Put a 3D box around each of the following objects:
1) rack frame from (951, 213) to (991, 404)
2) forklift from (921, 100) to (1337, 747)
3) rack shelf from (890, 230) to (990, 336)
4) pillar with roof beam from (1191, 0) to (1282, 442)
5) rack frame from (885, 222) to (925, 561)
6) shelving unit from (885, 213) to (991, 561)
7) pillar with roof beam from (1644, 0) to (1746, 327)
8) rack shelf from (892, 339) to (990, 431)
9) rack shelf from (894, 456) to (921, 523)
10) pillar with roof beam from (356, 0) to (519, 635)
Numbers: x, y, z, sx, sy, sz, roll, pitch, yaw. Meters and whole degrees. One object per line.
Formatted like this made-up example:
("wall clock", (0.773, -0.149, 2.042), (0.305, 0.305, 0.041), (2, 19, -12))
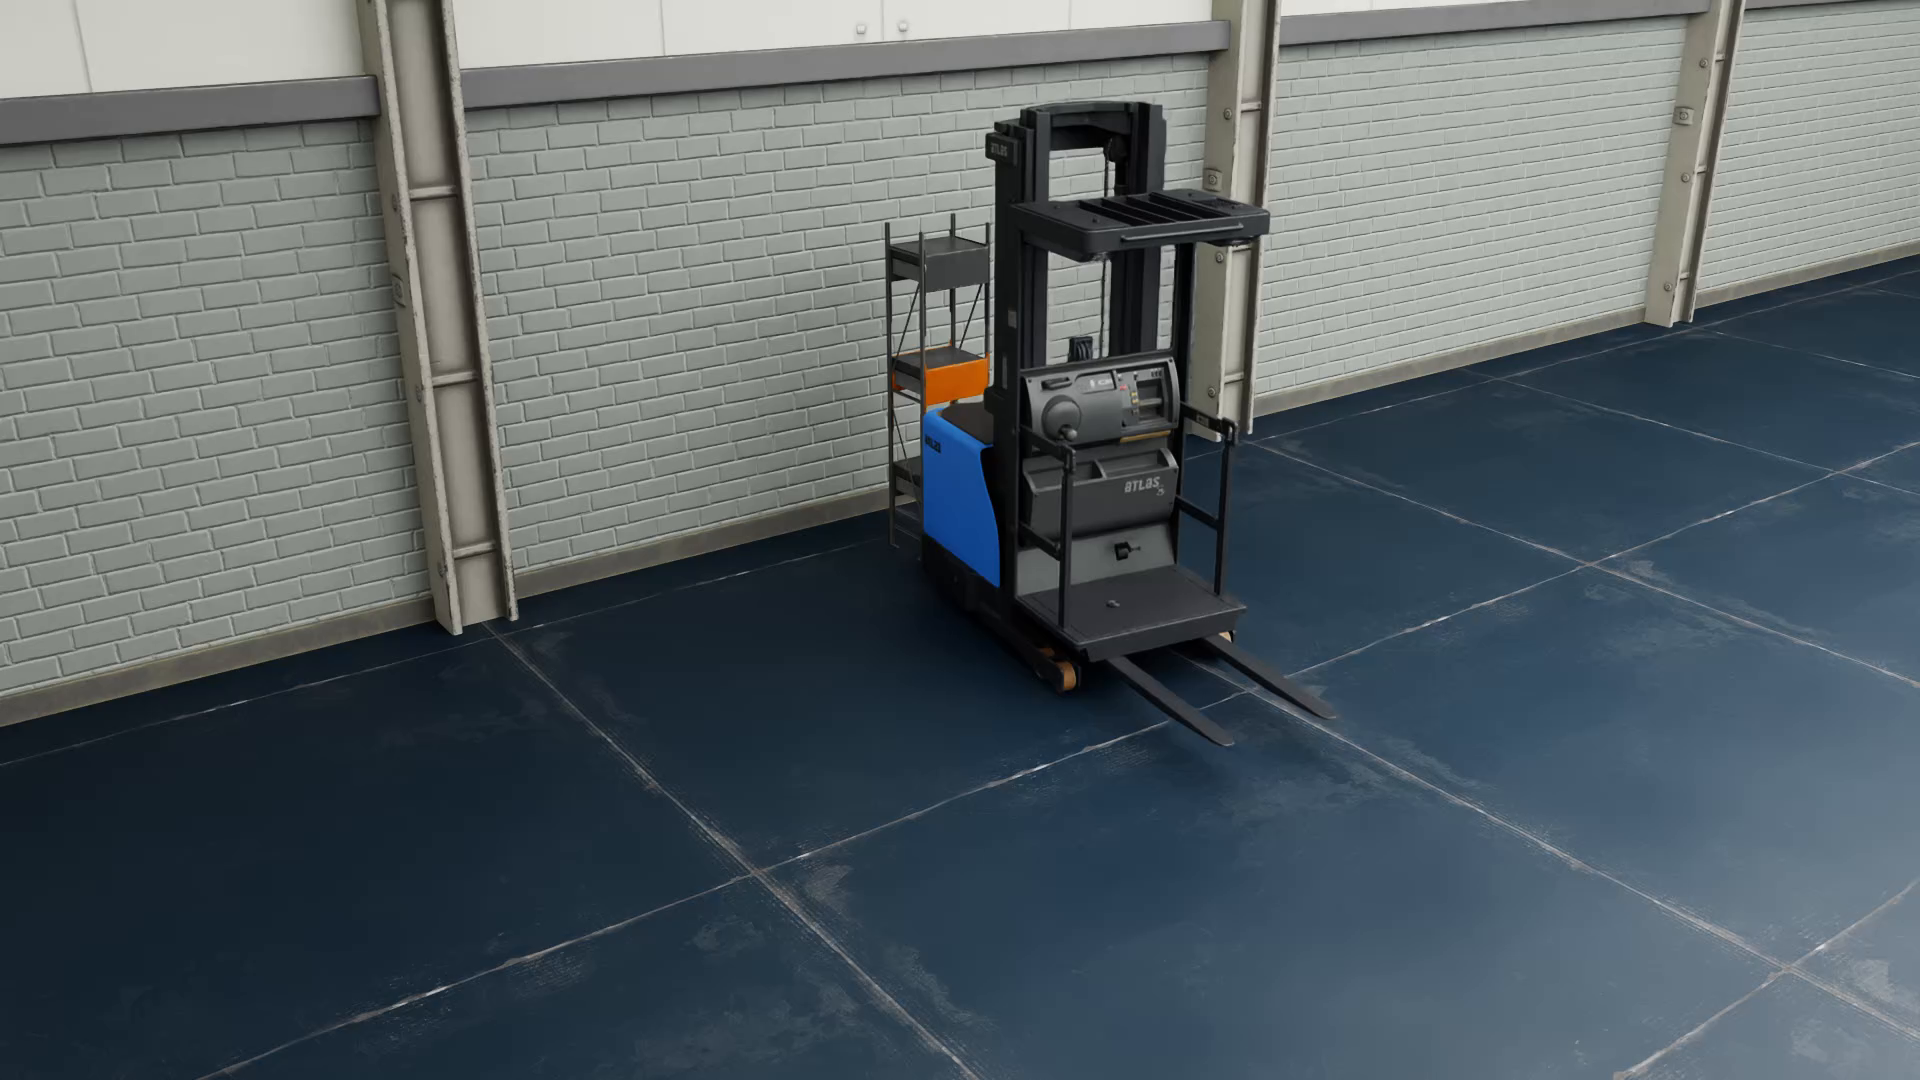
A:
("rack frame", (0.064, -0.992, 10.550), (0.015, 2.100, 0.400), (-15, 26, -33))
("forklift", (0.871, -0.737, 8.787), (1.130, 2.935, 3.031), (-10, 24, -25))
("rack shelf", (-0.134, -1.577, 10.163), (0.480, 0.518, 0.431), (-15, 26, -33))
("pillar with roof beam", (4.552, -3.725, 8.090), (0.400, 9.000, 9.100), (-15, 26, -33))
("rack frame", (-0.332, -0.887, 10.285), (0.015, 2.100, 0.400), (-15, 26, -33))
("shelving unit", (-0.134, -0.939, 10.417), (0.503, 2.100, 0.431), (-15, 26, -33))
("pillar with roof beam", (9.423, -5.024, 11.345), (0.400, 9.000, 9.100), (-15, 26, -33))
("rack shelf", (-0.134, -0.927, 10.422), (0.480, 0.518, 0.431), (-15, 26, -33))
("rack shelf", (-0.134, -0.277, 10.682), (0.480, 0.518, 0.431), (-15, 26, -33))
("pillar with roof beam", (-0.318, -2.426, 4.835), (0.400, 9.000, 9.100), (-15, 26, -33))
